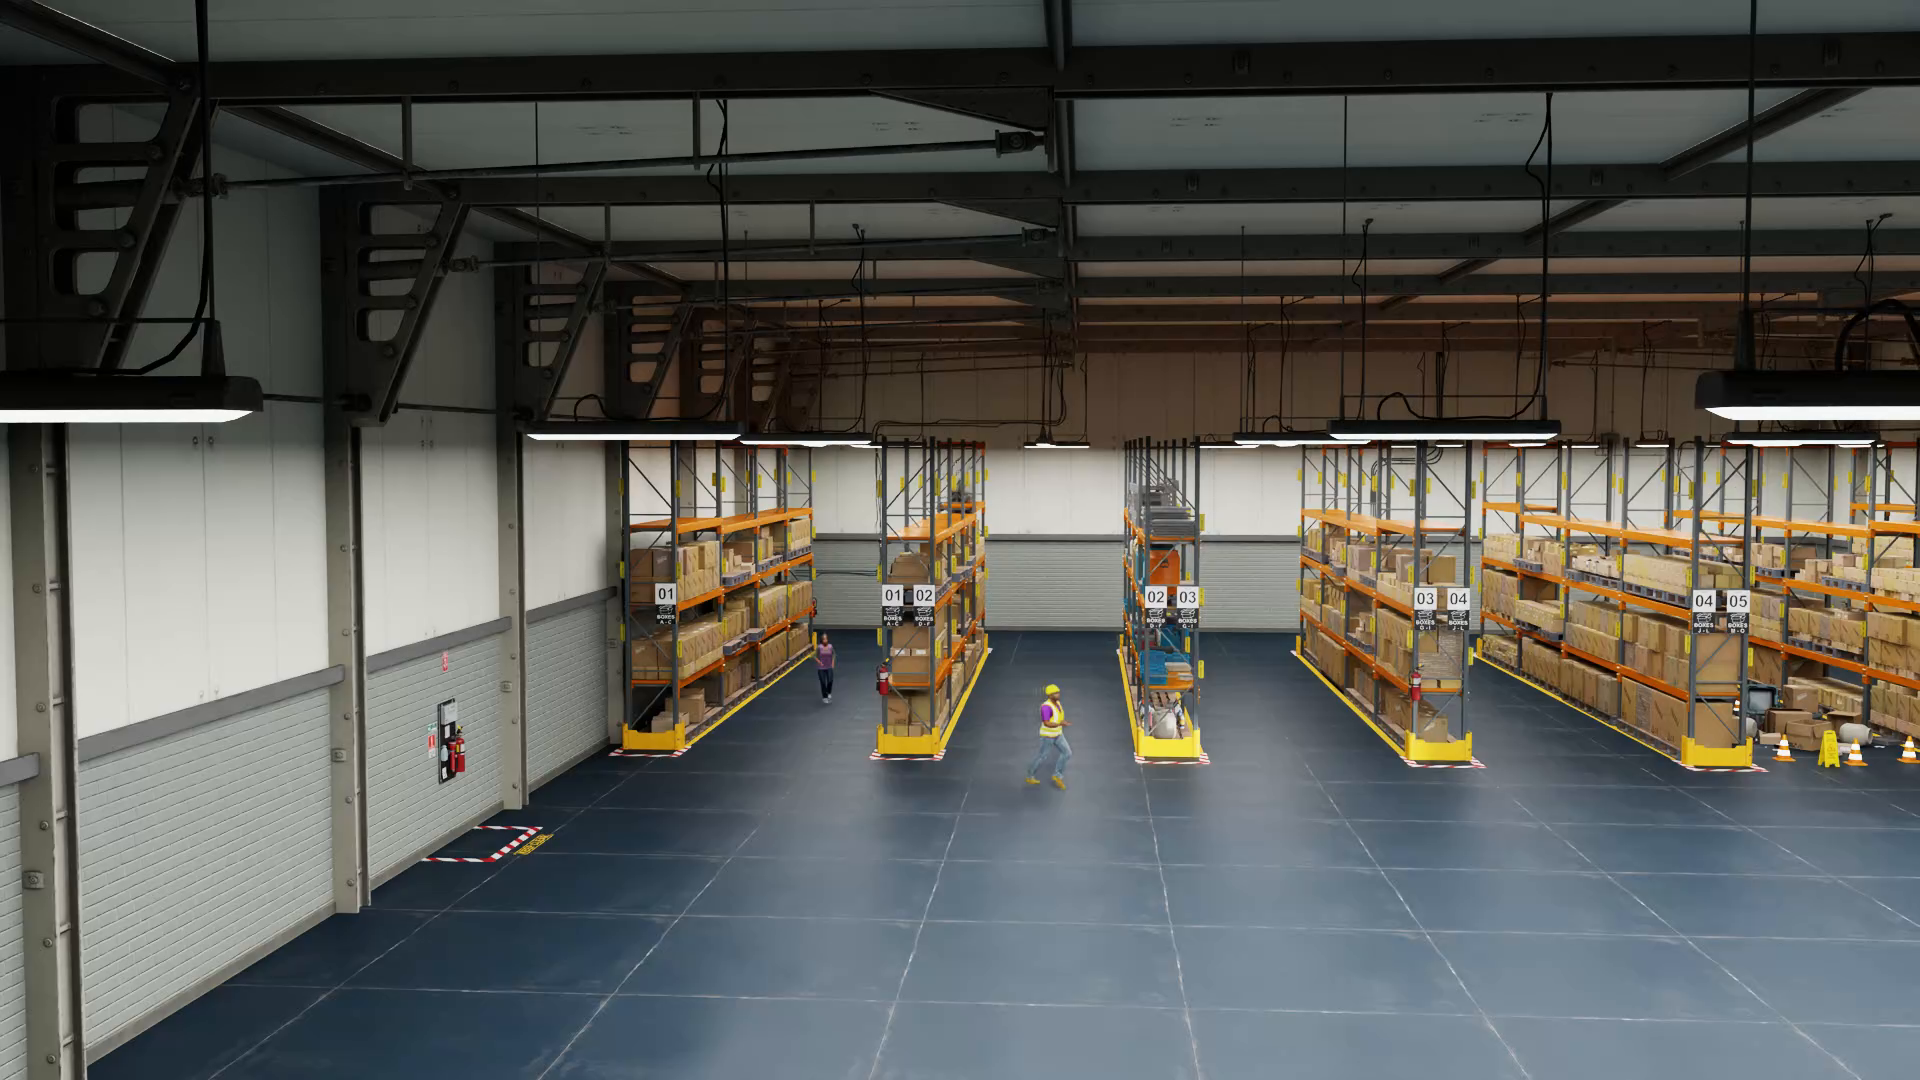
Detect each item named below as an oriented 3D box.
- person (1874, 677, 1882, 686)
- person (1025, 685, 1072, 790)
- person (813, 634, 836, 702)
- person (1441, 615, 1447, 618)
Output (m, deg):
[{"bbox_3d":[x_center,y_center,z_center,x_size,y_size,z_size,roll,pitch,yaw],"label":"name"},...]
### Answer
[{"bbox_3d":[20.804,2.880,37.305,0.672,1.758,0.858,0,3,3],"label":"person"},{"bbox_3d":[1.546,3.334,28.179,0.878,1.791,0.709,2,4,33],"label":"person"},{"bbox_3d":[-3.055,2.920,37.655,0.534,1.556,0.576,-1,3,-11],"label":"person"},{"bbox_3d":[12.985,2.487,44.168,0.601,1.818,0.883,0,3,-1],"label":"person"}]
